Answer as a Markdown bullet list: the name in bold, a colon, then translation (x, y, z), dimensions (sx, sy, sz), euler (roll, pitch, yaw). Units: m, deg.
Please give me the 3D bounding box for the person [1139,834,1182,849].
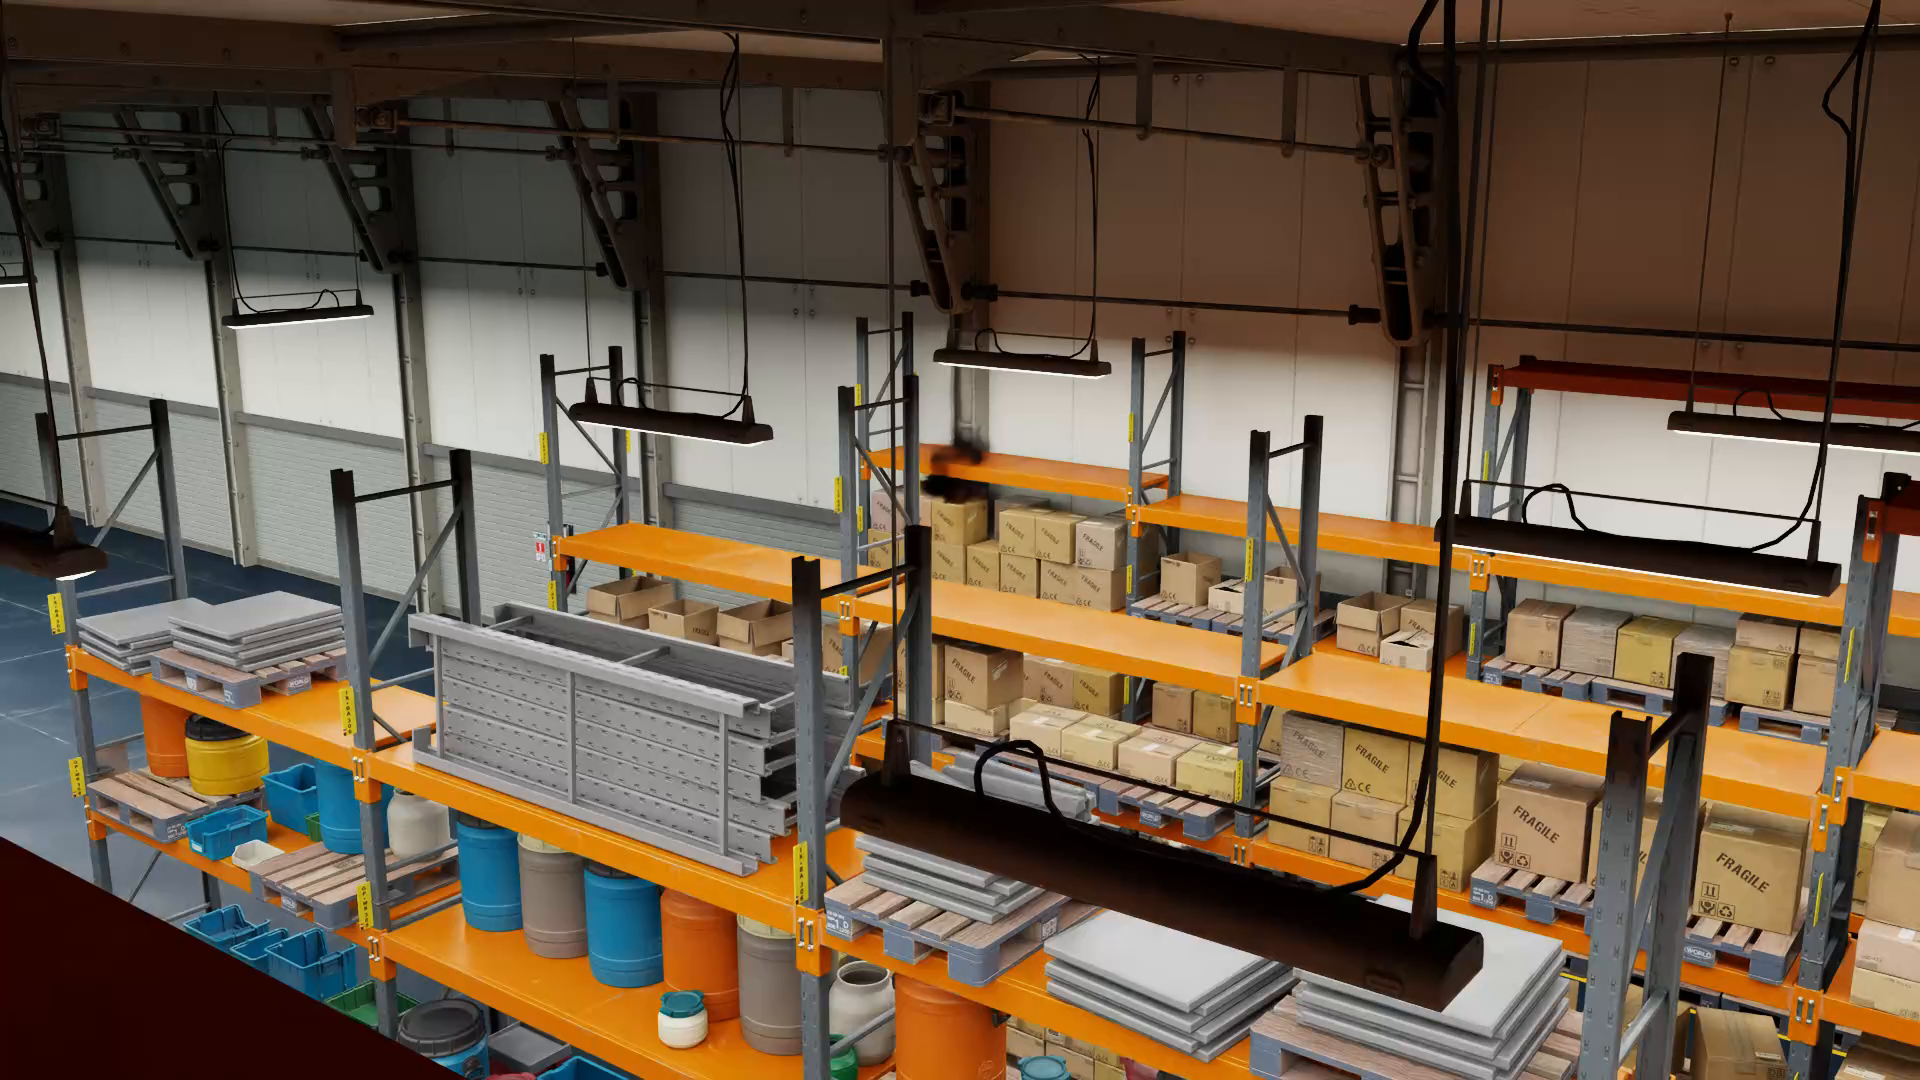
- **person**: translation (2.102, 3.405, 16.665), dimensions (0.909, 1.813, 0.608), euler (8, 16, 33)
